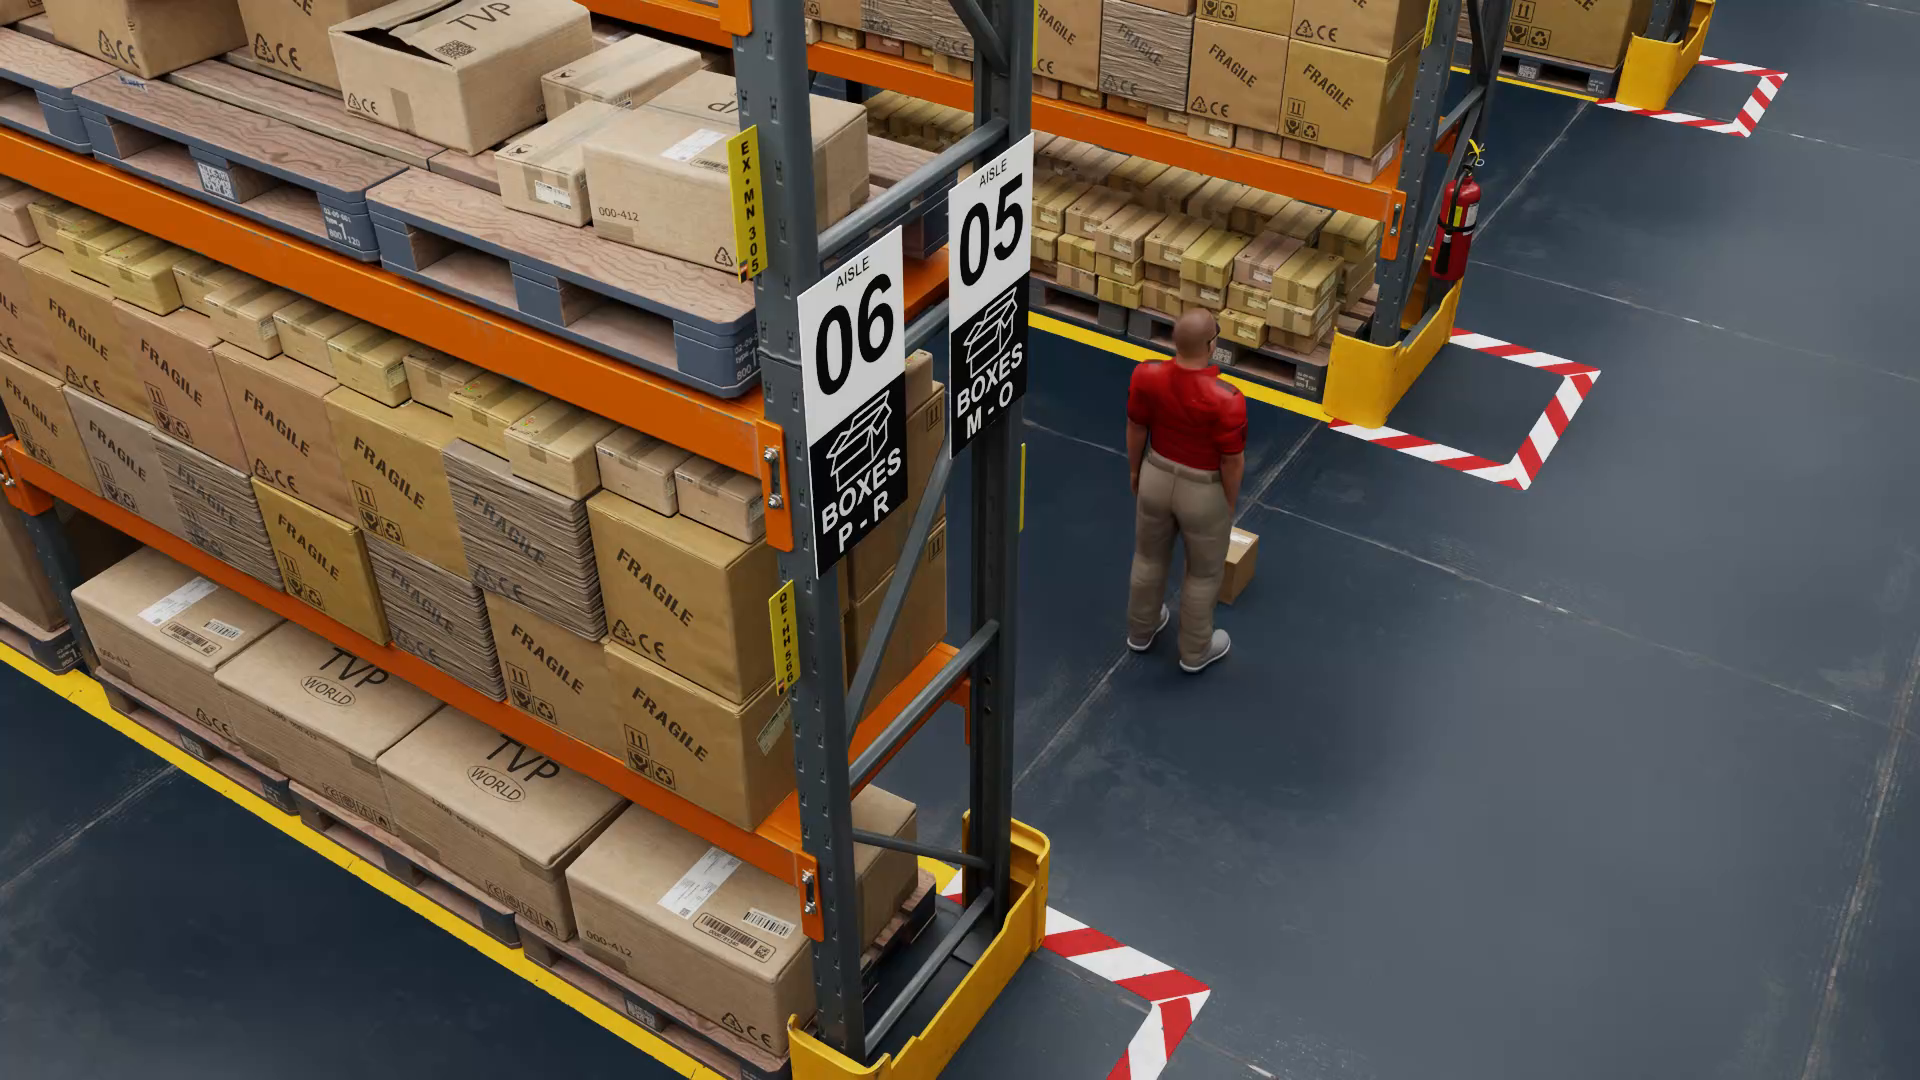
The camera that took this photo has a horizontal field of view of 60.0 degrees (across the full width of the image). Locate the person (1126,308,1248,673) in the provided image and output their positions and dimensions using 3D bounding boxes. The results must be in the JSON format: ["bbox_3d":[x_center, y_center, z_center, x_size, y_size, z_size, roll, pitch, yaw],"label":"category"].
[{"bbox_3d":[0.945,-0.224,6.986,0.532,1.734,0.361,22,43,25],"label":"person"}]
